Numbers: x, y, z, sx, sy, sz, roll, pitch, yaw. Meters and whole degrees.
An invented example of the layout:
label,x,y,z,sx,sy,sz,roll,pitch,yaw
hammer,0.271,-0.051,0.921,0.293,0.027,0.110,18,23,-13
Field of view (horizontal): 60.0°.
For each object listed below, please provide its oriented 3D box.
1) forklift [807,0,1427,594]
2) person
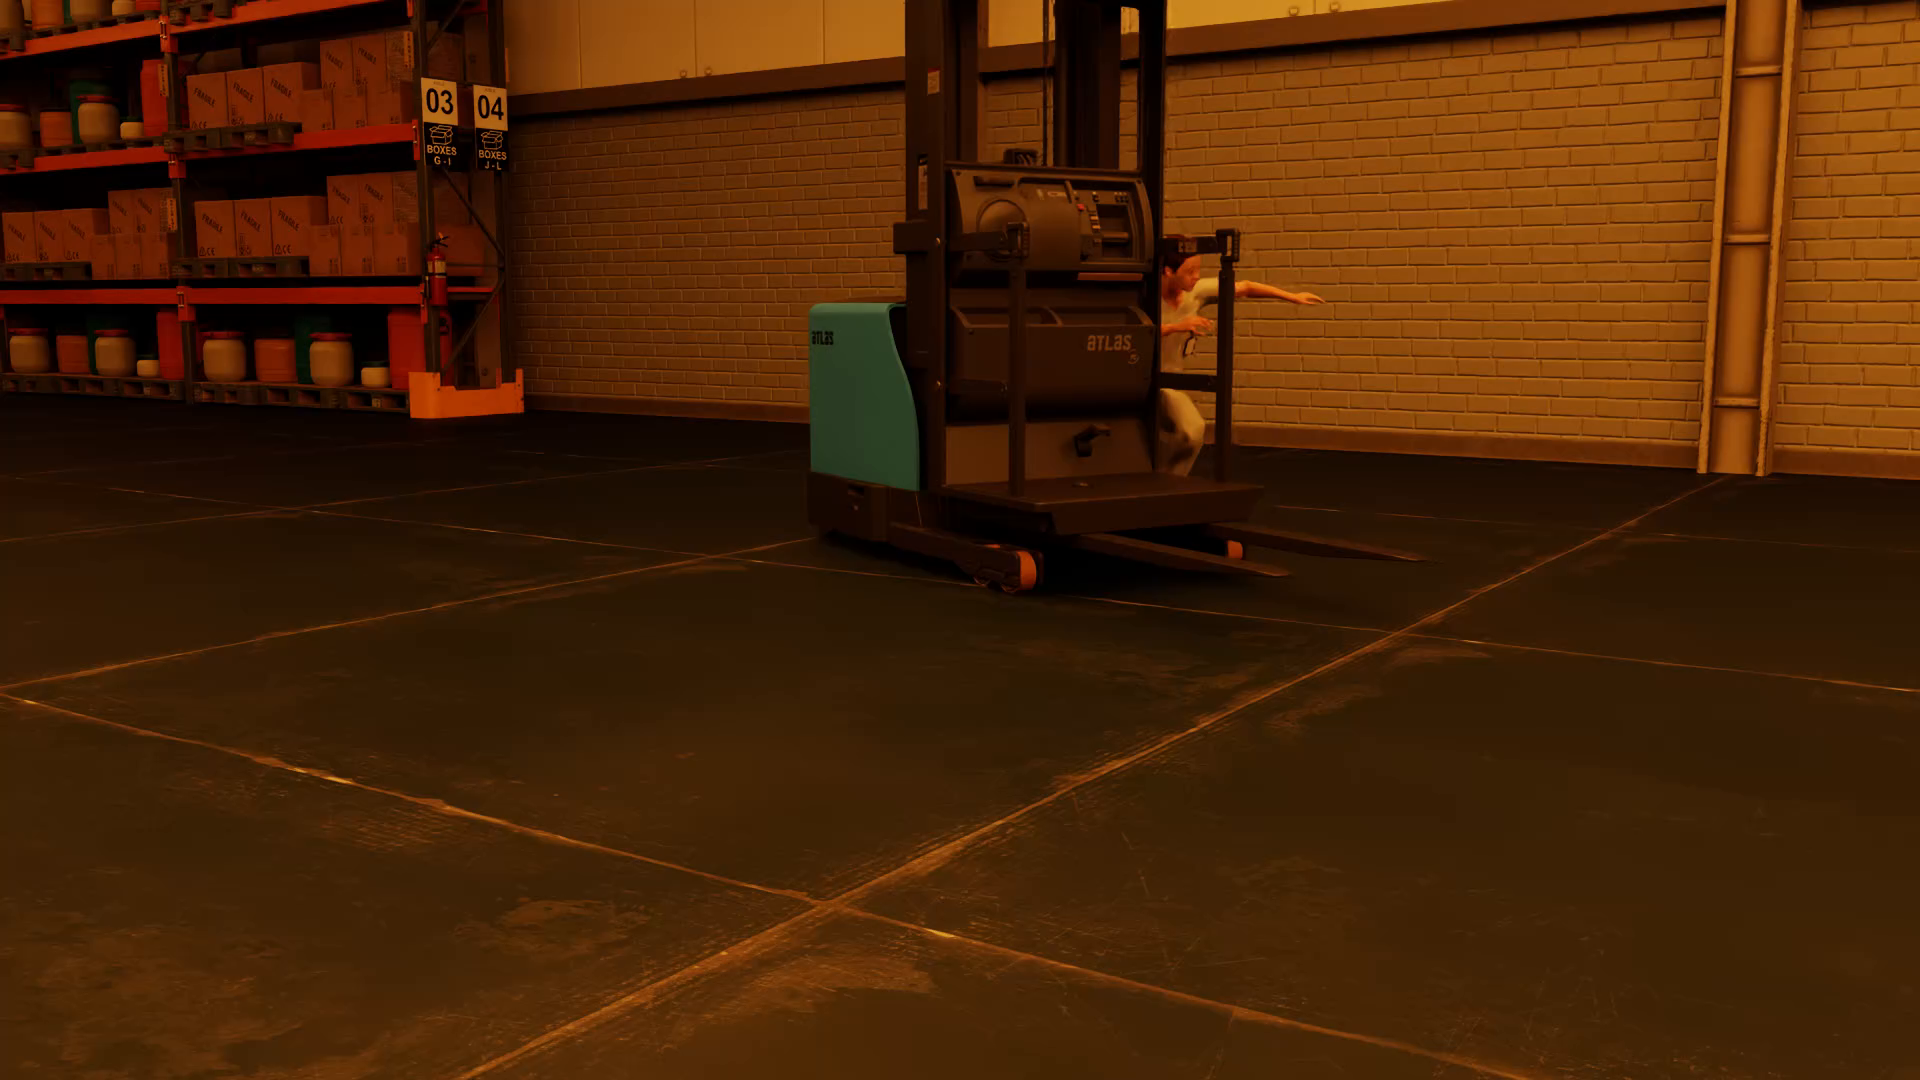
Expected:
label,x,y,z,sx,sy,sz,roll,pitch,yaw
forklift,0.494,-1.324,6.503,1.130,2.935,3.031,-5,9,-31
person,1.022,-0.768,7.829,1.499,1.328,0.732,-4,9,-25
